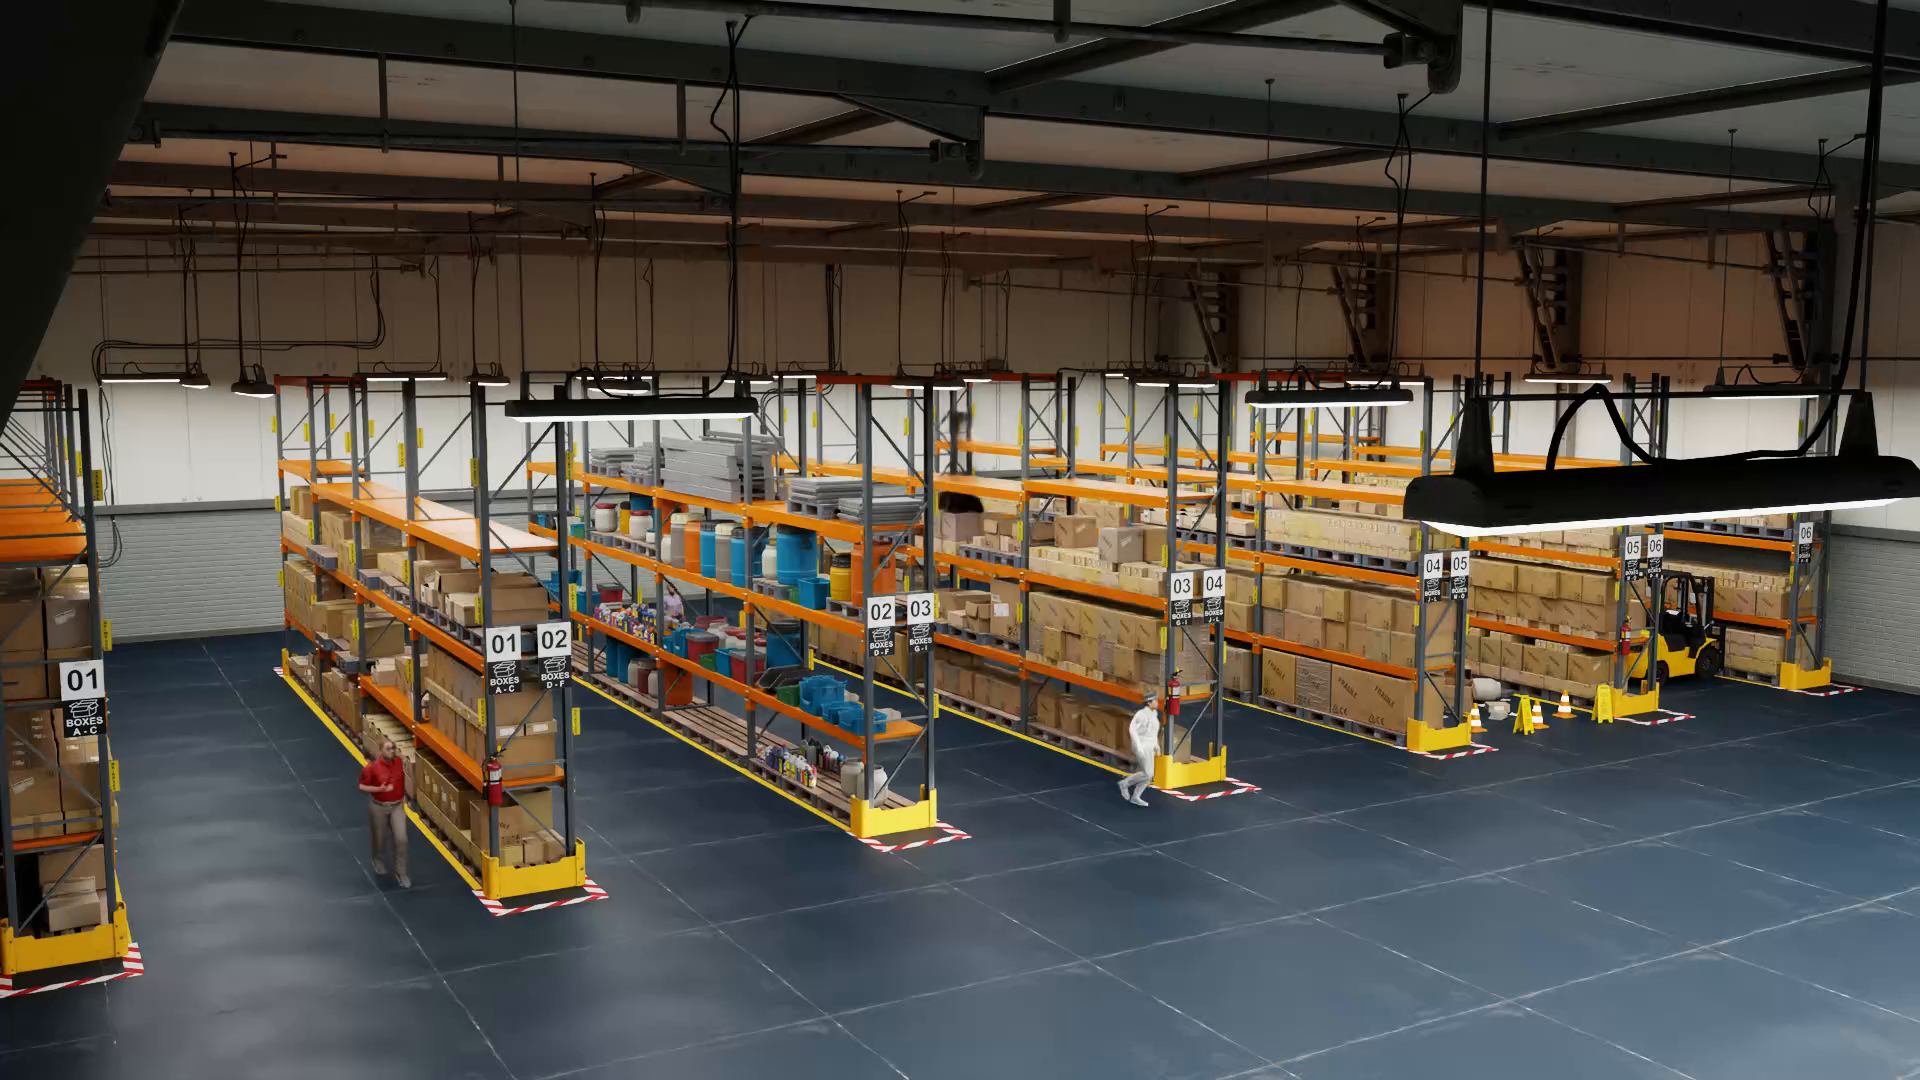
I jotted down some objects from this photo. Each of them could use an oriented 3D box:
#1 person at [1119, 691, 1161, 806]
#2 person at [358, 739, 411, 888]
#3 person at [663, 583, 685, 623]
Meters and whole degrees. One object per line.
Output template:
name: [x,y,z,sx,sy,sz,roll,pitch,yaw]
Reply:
person: [2.589,2.943,23.689,0.502,1.632,0.624,5,8,37]
person: [-6.956,3.291,20.101,0.631,1.793,0.800,-5,8,-39]
person: [-6.016,1.718,35.023,0.600,1.587,0.539,-5,8,-36]
